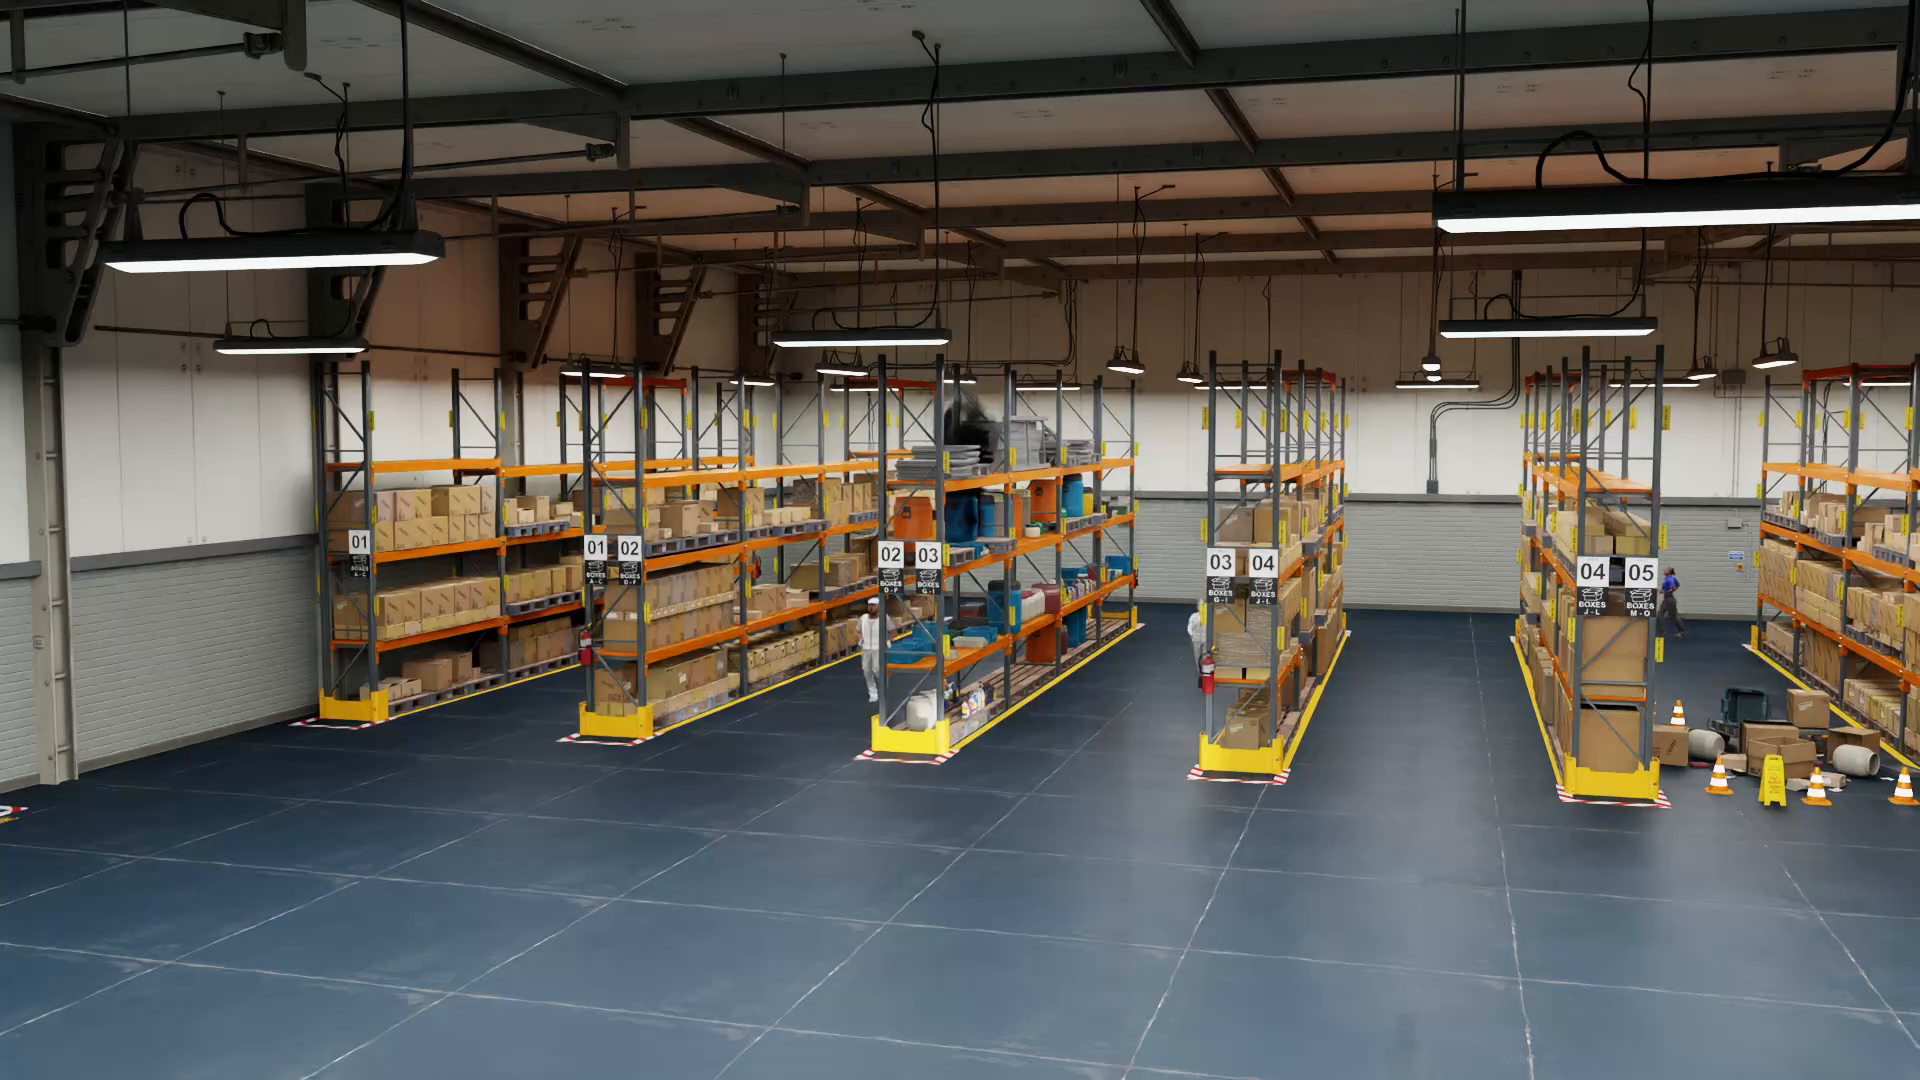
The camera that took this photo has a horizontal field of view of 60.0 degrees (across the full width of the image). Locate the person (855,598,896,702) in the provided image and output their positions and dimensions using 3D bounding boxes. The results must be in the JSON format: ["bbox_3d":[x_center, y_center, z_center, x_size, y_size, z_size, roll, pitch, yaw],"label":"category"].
[{"bbox_3d":[-1.453,1.846,27.998,0.685,1.748,0.599,1,4,14],"label":"person"}]

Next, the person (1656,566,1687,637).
[{"bbox_3d":[16.315,1.461,38.110,0.700,1.722,0.599,1,4,17],"label":"person"}]

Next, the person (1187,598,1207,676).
[{"bbox_3d":[4.572,1.927,31.414,0.589,1.648,0.528,1,4,16],"label":"person"}]
